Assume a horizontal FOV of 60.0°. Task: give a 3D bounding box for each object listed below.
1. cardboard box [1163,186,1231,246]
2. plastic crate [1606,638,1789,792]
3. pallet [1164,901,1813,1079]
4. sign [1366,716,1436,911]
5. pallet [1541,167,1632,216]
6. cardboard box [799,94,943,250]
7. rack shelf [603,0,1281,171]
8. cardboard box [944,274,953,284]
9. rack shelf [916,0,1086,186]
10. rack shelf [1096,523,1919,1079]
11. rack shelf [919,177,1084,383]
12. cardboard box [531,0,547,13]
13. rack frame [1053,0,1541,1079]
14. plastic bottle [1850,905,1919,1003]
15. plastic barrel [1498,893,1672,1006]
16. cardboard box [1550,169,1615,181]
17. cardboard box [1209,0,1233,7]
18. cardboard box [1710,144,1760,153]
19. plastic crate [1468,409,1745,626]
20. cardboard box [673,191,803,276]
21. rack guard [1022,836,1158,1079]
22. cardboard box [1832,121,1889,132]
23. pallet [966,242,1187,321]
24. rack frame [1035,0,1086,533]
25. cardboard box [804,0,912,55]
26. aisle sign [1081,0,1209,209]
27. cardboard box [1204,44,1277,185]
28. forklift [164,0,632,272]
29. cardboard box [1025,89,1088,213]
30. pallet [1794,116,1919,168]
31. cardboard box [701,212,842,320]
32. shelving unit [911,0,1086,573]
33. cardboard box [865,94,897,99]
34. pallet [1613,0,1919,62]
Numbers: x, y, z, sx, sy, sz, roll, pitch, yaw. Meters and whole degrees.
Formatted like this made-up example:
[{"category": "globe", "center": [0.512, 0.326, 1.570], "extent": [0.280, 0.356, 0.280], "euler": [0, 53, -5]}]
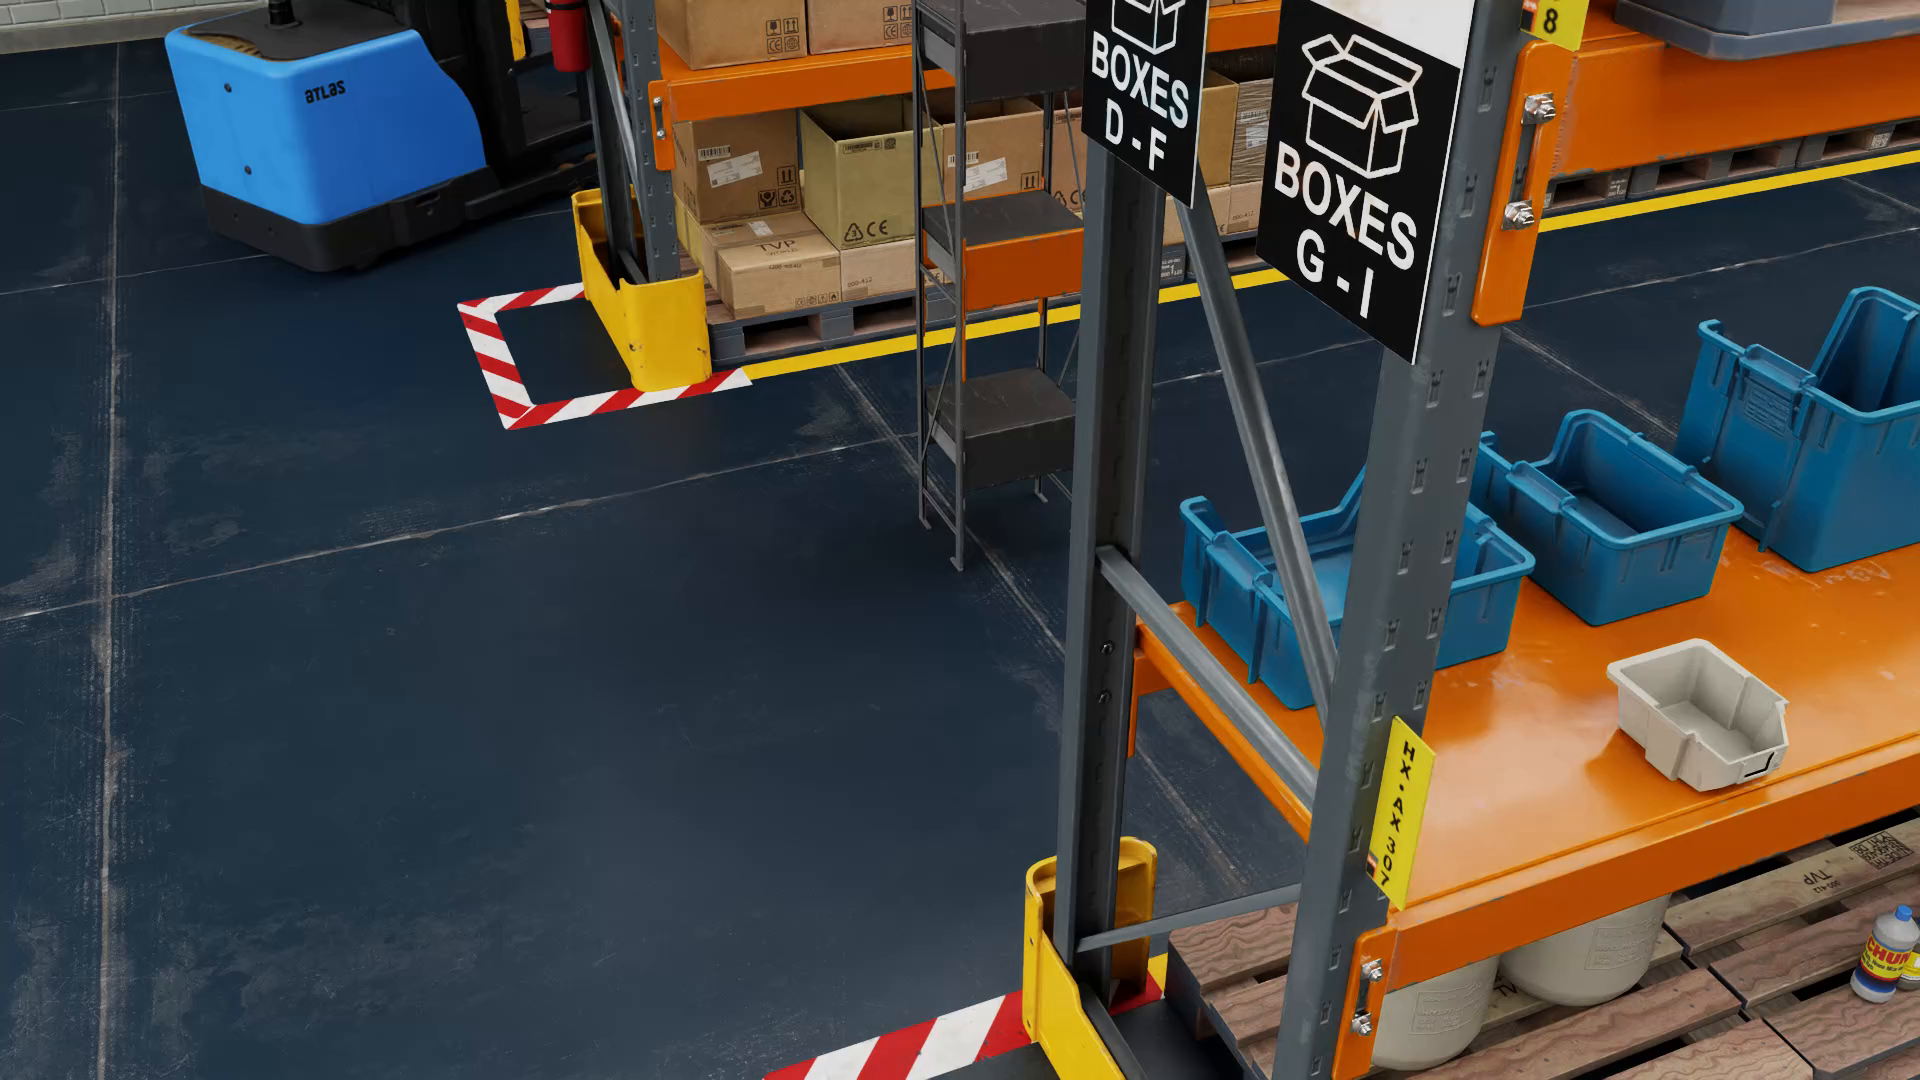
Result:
[{"category": "cardboard box", "center": [0.985, -1.671, 8.204], "extent": [0.500, 0.250, 0.500], "euler": [-13, 35, -19]}, {"category": "plastic crate", "center": [1.424, 0.350, 3.203], "extent": [0.250, 0.136, 0.298], "euler": [-13, 35, -19]}, {"category": "pallet", "center": [1.277, 1.227, 4.170], "extent": [1.213, 0.211, 1.003], "euler": [-13, 35, -19]}, {"category": "sign", "center": [0.683, 0.429, 2.587], "extent": [0.005, 0.325, 0.100], "euler": [-13, 35, -19]}, {"category": "pallet", "center": [2.912, -2.075, 9.246], "extent": [1.213, 0.211, 1.003], "euler": [-13, 35, -19]}, {"category": "cardboard box", "center": [-0.399, -1.670, 7.515], "extent": [0.500, 0.500, 0.500], "euler": [-13, 35, -19]}, {"category": "rack shelf", "center": [0.404, -2.345, 7.764], "extent": [4.000, 0.370, 1.077], "euler": [-13, 35, -19]}, {"category": "cardboard box", "center": [0.061, -1.462, 7.883], "extent": [0.500, 0.250, 0.500], "euler": [-13, 35, -19]}, {"category": "rack shelf", "center": [0.153, -1.490, 5.357], "extent": [0.480, 0.518, 0.431], "euler": [-13, 35, -19]}, {"category": "rack shelf", "center": [2.318, 0.146, 3.934], "extent": [4.000, 0.370, 1.077], "euler": [-13, 35, -19]}, {"category": "rack shelf", "center": [0.153, -0.904, 5.738], "extent": [0.480, 0.518, 0.431], "euler": [-13, 35, -19]}, {"category": "cardboard box", "center": [-2.688, -3.873, 11.514], "extent": [0.500, 0.311, 0.500], "euler": [-17, 37, -24]}, {"category": "rack frame", "center": [0.474, 0.267, 3.089], "extent": [0.127, 3.000, 1.000], "euler": [-13, 35, -19]}, {"category": "plastic bottle", "center": [2.266, 1.000, 4.061], "extent": [0.097, 0.271, 0.097], "euler": [0, 33, 0]}, {"category": "plastic barrel", "center": [1.513, 0.851, 4.088], "extent": [0.421, 0.512, 0.421], "euler": [0, 33, 0]}, {"category": "cardboard box", "center": [3.188, -2.160, 8.956], "extent": [0.500, 0.250, 0.500], "euler": [-12, 35, -18]}, {"category": "cardboard box", "center": [0.893, -2.796, 7.704], "extent": [0.500, 0.500, 0.700], "euler": [-12, 35, -18]}, {"category": "cardboard box", "center": [4.134, -2.378, 9.291], "extent": [0.500, 0.250, 0.500], "euler": [-12, 35, -18]}, {"category": "plastic crate", "center": [1.421, -0.061, 3.730], "extent": [0.408, 0.251, 0.499], "euler": [-13, 35, -19]}, {"category": "cardboard box", "center": [-1.060, -1.510, 7.956], "extent": [0.500, 0.250, 0.500], "euler": [-13, 35, -19]}, {"category": "rack guard", "center": [0.526, 1.275, 3.832], "extent": [0.348, 0.500, 1.175], "euler": [-13, 35, -19]}, {"category": "cardboard box", "center": [5.072, -2.593, 9.621], "extent": [0.500, 0.250, 0.500], "euler": [-13, 35, -19]}, {"category": "pallet", "center": [0.372, -1.494, 8.352], "extent": [1.213, 0.211, 1.003], "euler": [-13, 35, -19]}, {"category": "rack frame", "center": [0.378, -0.967, 5.810], "extent": [0.015, 2.100, 0.400], "euler": [-13, 35, -19]}, {"category": "cardboard box", "center": [-0.522, -2.472, 7.207], "extent": [0.500, 0.500, 0.700], "euler": [-12, 35, -18]}, {"category": "aisle sign", "center": [0.293, -0.957, 2.586], "extent": [0.004, 0.787, 0.394], "euler": [-13, 35, -19]}, {"category": "cardboard box", "center": [1.440, -2.099, 8.175], "extent": [0.500, 0.500, 0.500], "euler": [-13, 35, -19]}, {"category": "forklift", "center": [-2.603, -3.285, 8.611], "extent": [1.130, 2.935, 3.031], "euler": [23, 39, 31]}, {"category": "cardboard box", "center": [0.525, -1.879, 7.836], "extent": [0.500, 0.500, 0.500], "euler": [-13, 35, -19]}, {"category": "pallet", "center": [5.162, -2.591, 10.038], "extent": [1.213, 0.211, 1.003], "euler": [-13, 35, -19]}, {"category": "cardboard box", "center": [-0.860, -1.249, 7.556], "extent": [0.500, 0.250, 0.500], "euler": [-13, 35, -19]}, {"category": "shelving unit", "center": [0.153, -0.915, 5.731], "extent": [0.503, 2.100, 0.431], "euler": [-13, 35, -19]}, {"category": "cardboard box", "center": [-0.145, -2.044, 8.089], "extent": [0.500, 0.500, 0.500], "euler": [-13, 35, -19]}, {"category": "pallet", "center": [1.275, -1.037, 2.516], "extent": [1.213, 0.211, 1.003], "euler": [-13, 35, -19]}]
